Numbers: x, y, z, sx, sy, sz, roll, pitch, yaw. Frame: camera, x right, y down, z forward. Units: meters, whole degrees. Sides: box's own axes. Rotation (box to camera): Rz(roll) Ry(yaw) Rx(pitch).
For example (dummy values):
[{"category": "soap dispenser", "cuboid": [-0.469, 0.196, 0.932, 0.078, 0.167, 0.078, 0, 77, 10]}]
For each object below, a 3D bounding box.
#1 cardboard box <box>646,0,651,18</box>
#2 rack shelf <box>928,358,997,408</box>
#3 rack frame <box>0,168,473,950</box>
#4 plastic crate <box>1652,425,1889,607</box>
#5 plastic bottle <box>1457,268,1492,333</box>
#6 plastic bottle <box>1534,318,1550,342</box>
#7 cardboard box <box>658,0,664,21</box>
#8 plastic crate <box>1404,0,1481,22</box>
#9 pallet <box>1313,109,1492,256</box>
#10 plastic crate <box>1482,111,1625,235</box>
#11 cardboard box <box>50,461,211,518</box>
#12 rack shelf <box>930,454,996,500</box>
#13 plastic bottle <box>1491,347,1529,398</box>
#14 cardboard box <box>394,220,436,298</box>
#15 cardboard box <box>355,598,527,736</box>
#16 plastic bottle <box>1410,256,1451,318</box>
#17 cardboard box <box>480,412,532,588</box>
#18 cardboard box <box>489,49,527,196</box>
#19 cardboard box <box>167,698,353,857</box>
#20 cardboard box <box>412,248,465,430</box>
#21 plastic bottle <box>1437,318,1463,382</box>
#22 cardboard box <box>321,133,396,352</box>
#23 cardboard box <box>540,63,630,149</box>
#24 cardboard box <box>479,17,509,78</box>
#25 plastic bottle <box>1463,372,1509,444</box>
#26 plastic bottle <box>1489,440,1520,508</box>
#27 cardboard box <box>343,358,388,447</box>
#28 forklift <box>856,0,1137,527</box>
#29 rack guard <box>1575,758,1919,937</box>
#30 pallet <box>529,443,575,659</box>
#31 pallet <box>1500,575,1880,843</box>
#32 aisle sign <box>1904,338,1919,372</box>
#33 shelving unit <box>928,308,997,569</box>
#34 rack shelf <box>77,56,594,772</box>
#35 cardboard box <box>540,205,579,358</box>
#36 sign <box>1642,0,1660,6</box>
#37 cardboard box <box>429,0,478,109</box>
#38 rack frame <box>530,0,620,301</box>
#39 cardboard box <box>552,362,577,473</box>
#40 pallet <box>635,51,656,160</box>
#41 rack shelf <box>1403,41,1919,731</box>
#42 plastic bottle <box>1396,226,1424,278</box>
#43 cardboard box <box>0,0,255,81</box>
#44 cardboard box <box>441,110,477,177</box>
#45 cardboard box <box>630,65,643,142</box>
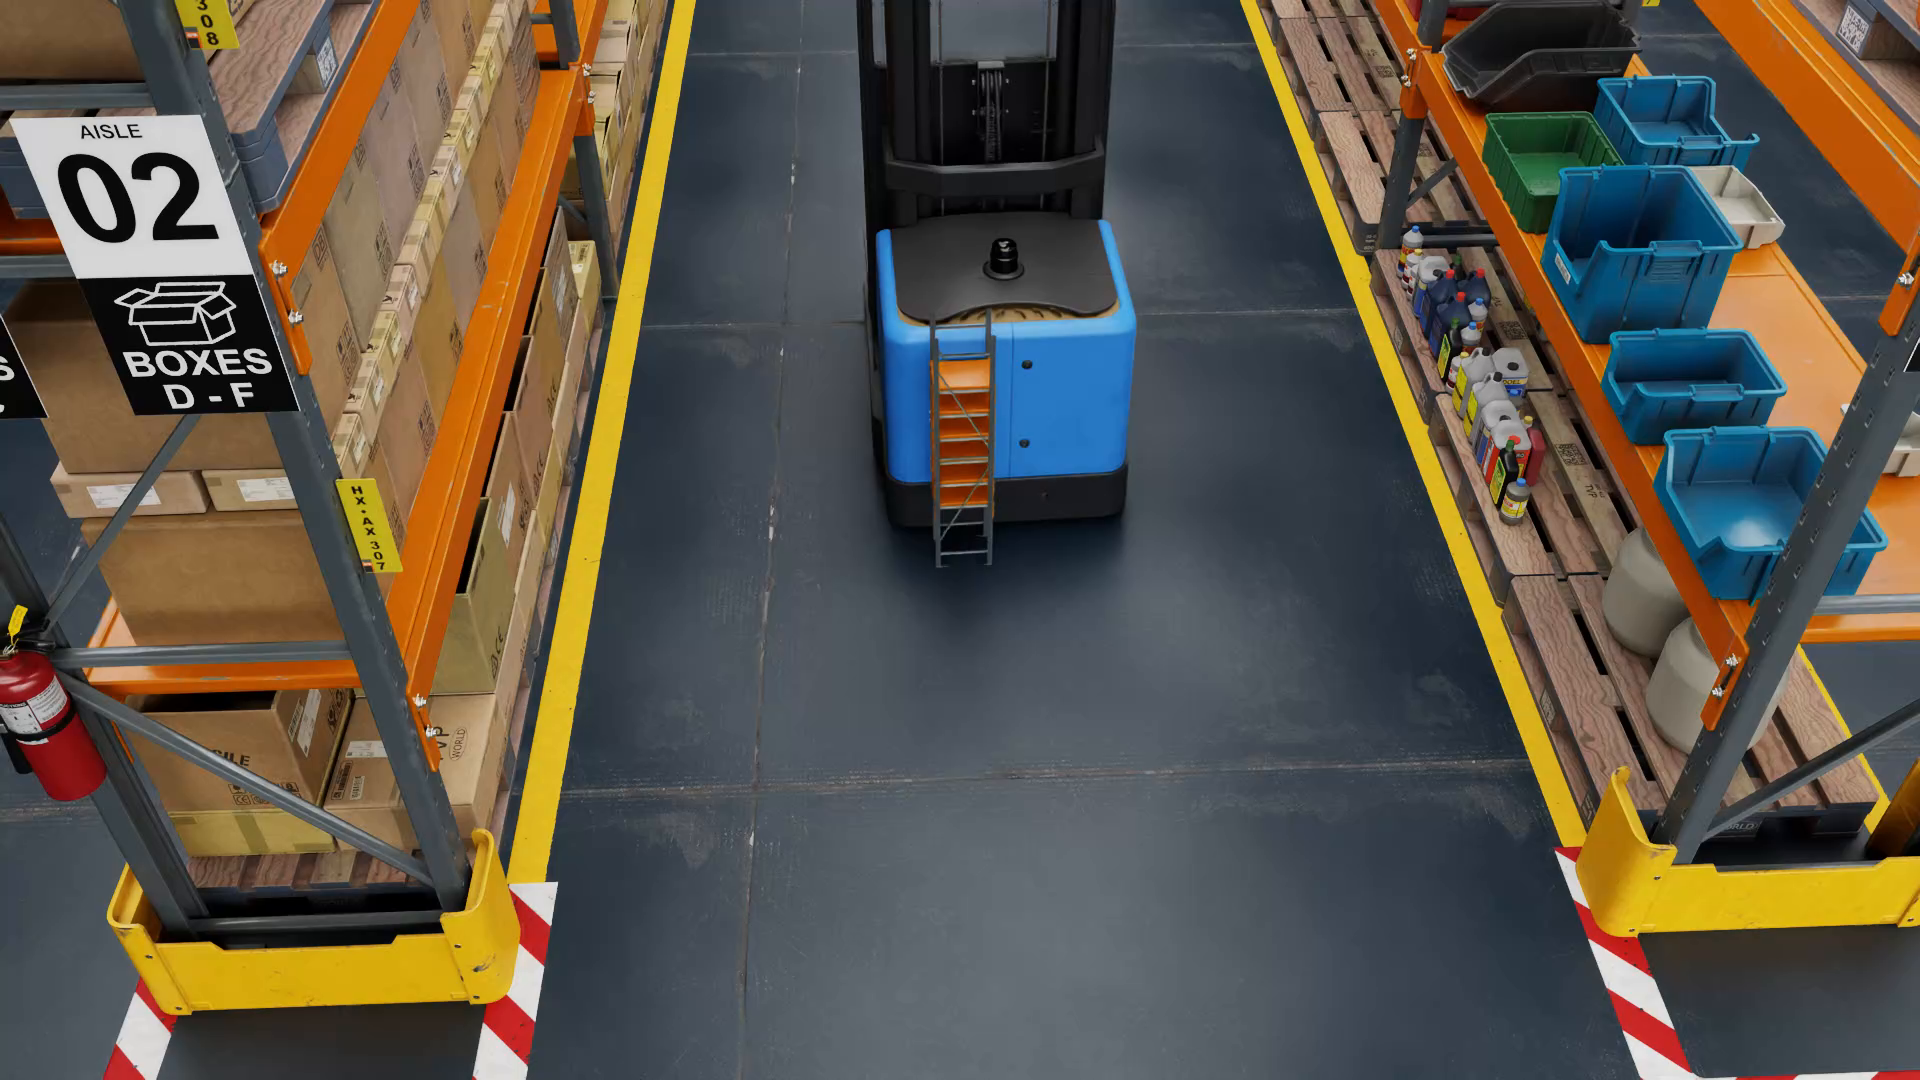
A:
[{"category": "cardboard box", "cuboid": [-2.129, -3.385, 10.032, 0.500, 0.311, 0.500, -2, 43, -2]}, {"category": "rack shelf", "cuboid": [0.010, -0.622, 6.574, 0.258, 0.103, 0.180, -3, 43, -3]}, {"category": "rack frame", "cuboid": [-2.105, 0.325, 4.675, 1.000, 3.000, 0.127, -2, 43, -2]}, {"category": "plastic crate", "cuboid": [2.524, -0.089, 5.237, 0.499, 0.251, 0.616, -2, 43, -2]}, {"category": "plastic bottle", "cuboid": [2.438, -1.147, 7.917, 0.144, 0.351, 0.185, -2, 43, -2]}, {"category": "plastic bottle", "cuboid": [2.851, -1.095, 7.915, 0.152, 0.276, 0.135, -2, 43, -2]}, {"category": "cardboard box", "cuboid": [-2.153, -3.520, 10.595, 0.500, 0.250, 0.500, -2, 43, -2]}, {"category": "plastic crate", "cuboid": [2.348, -2.856, 8.099, 0.402, 0.464, 0.583, -2, 43, -2]}, {"category": "pallet", "cuboid": [2.602, -2.016, 9.293, 1.003, 0.211, 1.213, -2, 43, -2]}, {"category": "plastic crate", "cuboid": [2.450, -1.512, 6.836, 0.450, 0.188, 0.662, -2, 43, -2]}, {"category": "cardboard box", "cuboid": [-2.311, -0.203, 4.697, 0.380, 0.149, 0.250, -2, 43, -3]}, {"category": "rack shelf", "cuboid": [0.010, -0.269, 6.898, 0.258, 0.103, 0.180, -3, 43, -3]}, {"category": "plastic bottle", "cuboid": [2.467, -0.723, 7.509, 0.152, 0.276, 0.135, -2, 43, -2]}, {"category": "cardboard box", "cuboid": [-1.952, -0.918, 5.478, 0.380, 0.149, 0.250, -3, 43, -3]}, {"category": "cardboard box", "cuboid": [-1.930, 0.478, 6.232, 0.500, 0.250, 0.500, -2, 43, -2]}, {"category": "plastic bottle", "cuboid": [2.291, -1.227, 8.059, 0.152, 0.276, 0.135, 0, 43, 0]}, {"category": "cardboard box", "cuboid": [-1.963, -0.135, 6.347, 0.500, 0.500, 0.500, -2, 43, -2]}, {"category": "cardboard box", "cuboid": [-2.221, -1.756, 6.872, 0.700, 0.500, 0.500, -2, 43, -2]}, {"category": "cardboard box", "cuboid": [-2.423, 0.831, 5.848, 0.500, 0.250, 0.500, -2, 43, -2]}, {"category": "cardboard box", "cuboid": [-2.154, -0.717, 5.738, 0.700, 0.500, 0.500, -1, 43, -2]}, {"category": "plastic bottle", "cuboid": [2.267, -0.878, 7.673, 0.061, 0.283, 0.133, 0, 43, 0]}, {"category": "cardboard box", "cuboid": [-2.142, -0.896, 4.973, 0.700, 0.500, 0.500, -3, 43, -3]}, {"category": "cardboard box", "cuboid": [-2.059, -2.347, 8.900, 0.500, 0.311, 0.500, -2, 43, -2]}, {"category": "cardboard box", "cuboid": [-2.015, -1.952, 6.606, 0.380, 0.149, 0.250, -2, 43, -2]}, {"category": "plastic bottle", "cuboid": [2.328, -0.603, 7.323, 0.144, 0.351, 0.185, 0, 43, 0]}, {"category": "plastic bottle", "cuboid": [2.305, -0.281, 7.021, 0.061, 0.283, 0.133, -1, 43, -1]}, {"category": "cardboard box", "cuboid": [-1.920, -0.400, 4.912, 0.380, 0.149, 0.250, -3, 43, -3]}, {"category": "forklift", "cuboid": [0.088, -2.127, 7.402, 1.130, 2.935, 3.031, -3, 43, -3]}, {"category": "rack guard", "cuboid": [2.794, 1.057, 5.726, 1.175, 0.500, 0.348, -2, 43, -2]}, {"category": "pallet", "cuboid": [-2.228, 0.017, 7.075, 1.003, 0.211, 1.213, -2, 43, -2]}, {"category": "pallet", "cuboid": [2.765, 0.615, 6.423, 1.003, 0.211, 1.213, -2, 43, -2]}, {"category": "aisle sign", "cuboid": [2.551, -0.715, 3.887, 0.394, 0.787, 0.004, -2, 43, -2]}, {"category": "shelving unit", "cuboid": [0.010, -0.390, 6.787, 0.258, 1.200, 0.189, -3, 43, -3]}, {"category": "rack shelf", "cuboid": [-2.190, -0.760, 6.391, 1.077, 0.370, 4.000, -2, 43, -2]}, {"category": "cardboard box", "cuboid": [-2.027, -1.148, 7.452, 0.500, 0.500, 0.500, -2, 43, -2]}, {"category": "sign", "cuboid": [3.224, -2.625, 7.689, 0.100, 0.325, 0.005, -2, 43, -2]}, {"category": "cardboard box", "cuboid": [-2.206, -1.911, 6.081, 0.700, 0.500, 0.500, -2, 43, -2]}, {"category": "rack frame", "cuboid": [-2.275, -2.375, 7.621, 1.000, 3.000, 0.127, -2, 43, -2]}, {"category": "cardboard box", "cuboid": [-1.989, -0.534, 7.337, 0.500, 0.250, 0.500, -2, 43, -2]}, {"category": "pallet", "cuboid": [-2.400, -2.669, 10.005, 1.003, 0.211, 1.213, -2, 43, -2]}, {"category": "rack shelf", "cuboid": [2.759, -0.899, 6.543, 1.077, 0.370, 4.000, -2, 43, -2]}, {"category": "plastic bottle", "cuboid": [2.250, -1.443, 8.298, 0.097, 0.271, 0.097, 0, 43, 0]}, {"category": "cardboard box", "cuboid": [-2.125, -1.413, 3.861, 0.797, 0.503, 0.637, 1, 43, 1]}, {"category": "cardboard box", "cuboid": [-1.982, -1.437, 6.044, 0.380, 0.149, 0.250, 0, 43, 0]}, {"category": "cardboard box", "cuboid": [-2.089, -2.490, 9.471, 0.500, 0.250, 0.500, -3, 43, -3]}]
